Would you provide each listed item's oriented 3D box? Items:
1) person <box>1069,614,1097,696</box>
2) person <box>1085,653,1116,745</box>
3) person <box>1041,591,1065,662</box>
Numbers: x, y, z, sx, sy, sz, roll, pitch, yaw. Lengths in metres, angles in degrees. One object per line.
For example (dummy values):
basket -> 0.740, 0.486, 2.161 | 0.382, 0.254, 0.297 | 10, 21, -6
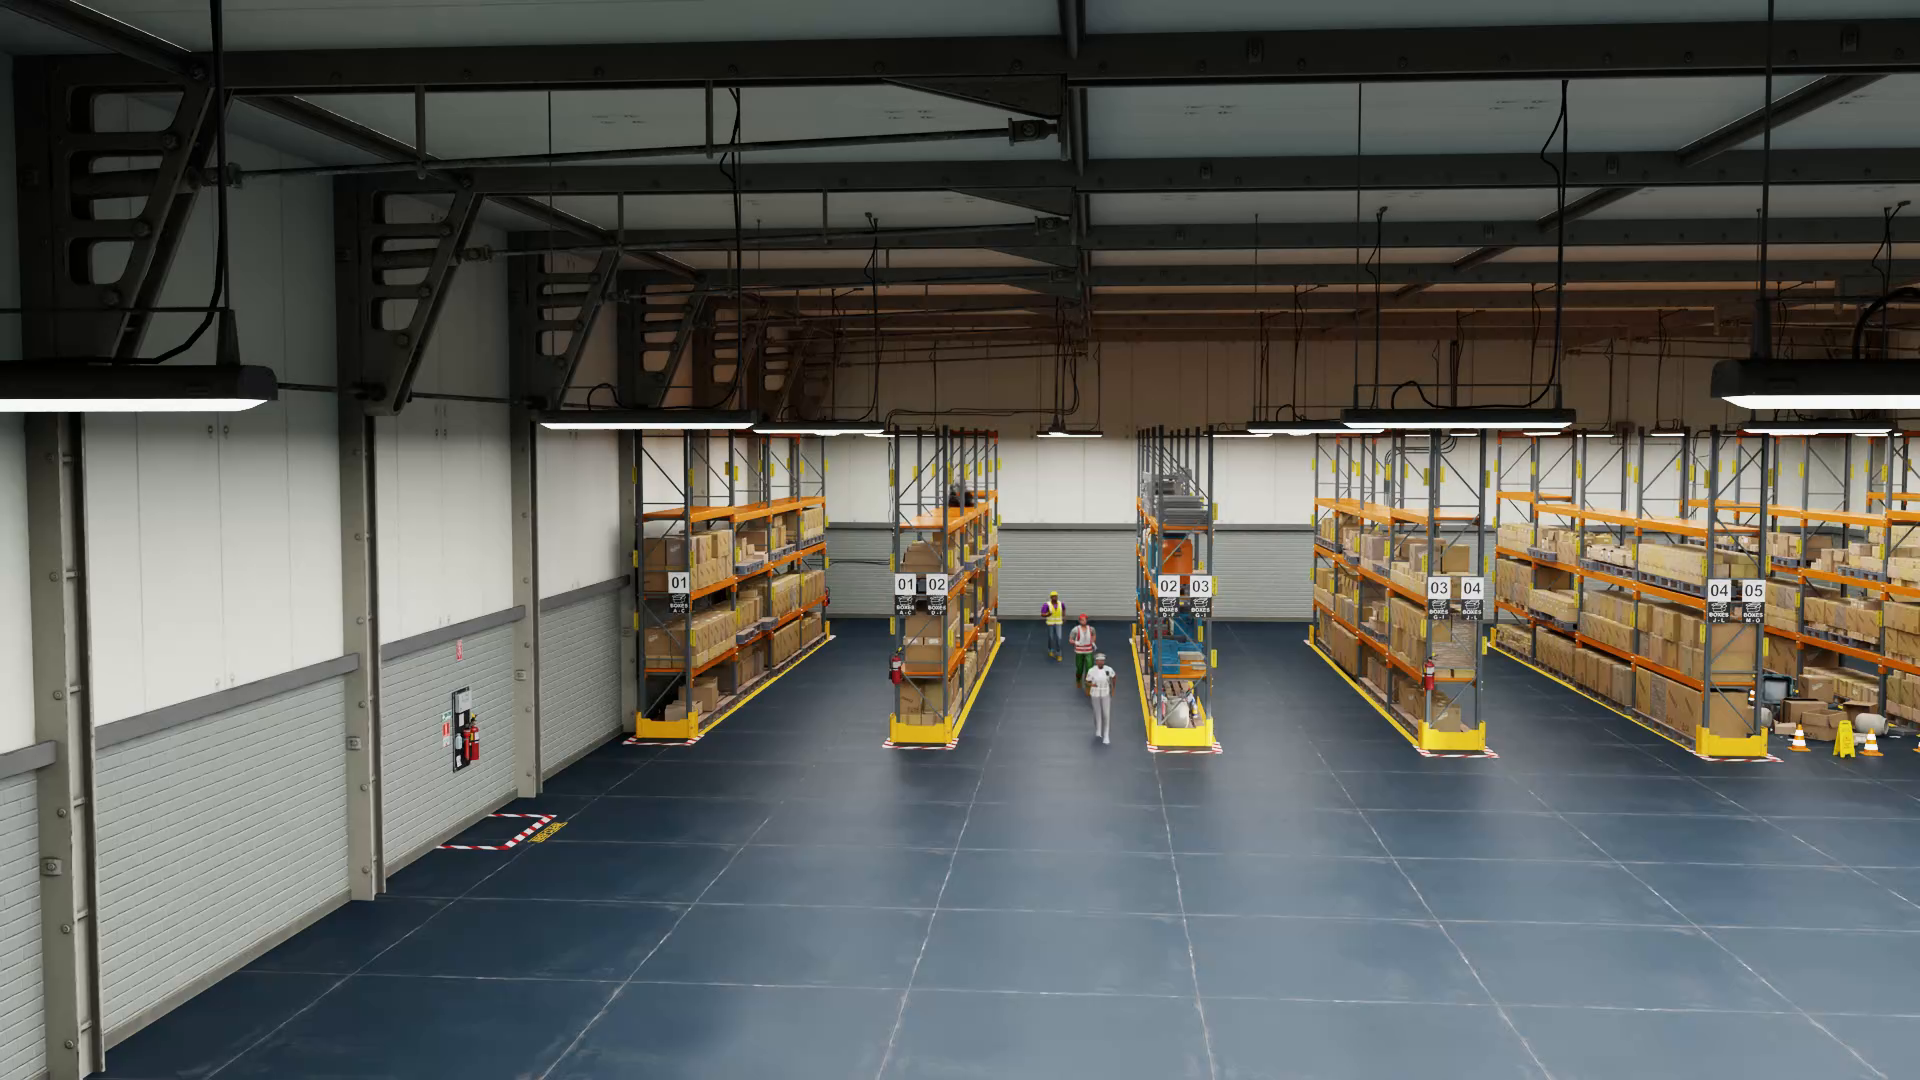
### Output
person -> 2.784, 2.559, 37.500 | 0.653, 1.799, 0.987 | 0, 3, -6
person -> 2.676, 2.990, 31.627 | 0.592, 1.731, 0.816 | 0, 3, 6
person -> 2.443, 2.225, 43.247 | 0.688, 1.806, 0.862 | 0, 3, -6
